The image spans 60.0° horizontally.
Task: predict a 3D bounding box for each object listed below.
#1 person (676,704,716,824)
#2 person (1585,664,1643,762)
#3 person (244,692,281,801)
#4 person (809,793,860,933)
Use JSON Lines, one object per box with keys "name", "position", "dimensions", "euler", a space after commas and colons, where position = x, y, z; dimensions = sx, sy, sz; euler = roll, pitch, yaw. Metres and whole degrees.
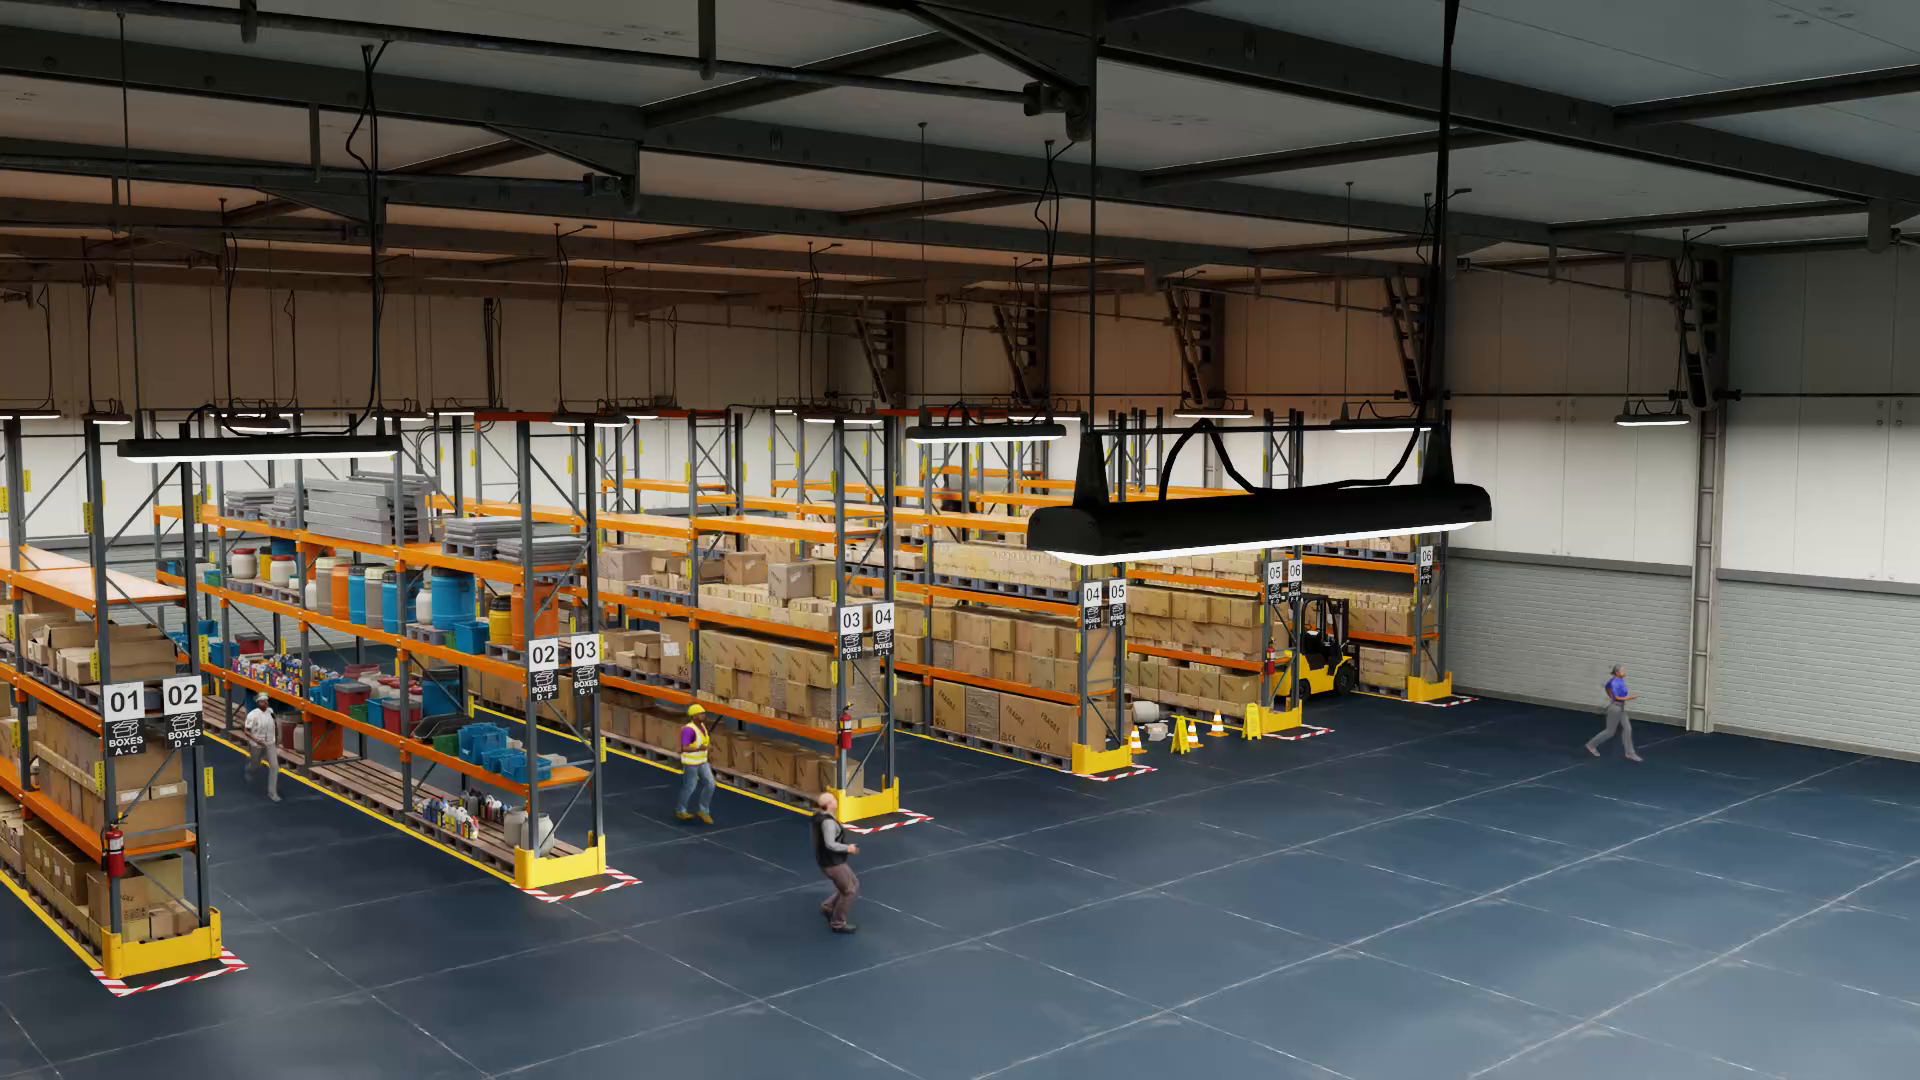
{"name": "person", "position": [-3.895, 3.320, 24.466], "dimensions": [0.746, 1.824, 0.657], "euler": [3, 6, 27]}
{"name": "person", "position": [11.320, 2.964, 28.708], "dimensions": [0.934, 1.653, 0.593], "euler": [3, 6, 30]}
{"name": "person", "position": [-10.991, 3.222, 26.181], "dimensions": [0.553, 1.697, 1.009], "euler": [-5, 7, -42]}
{"name": "person", "position": [-1.440, 3.786, 19.523], "dimensions": [0.554, 1.665, 0.663], "euler": [-2, 5, -17]}
